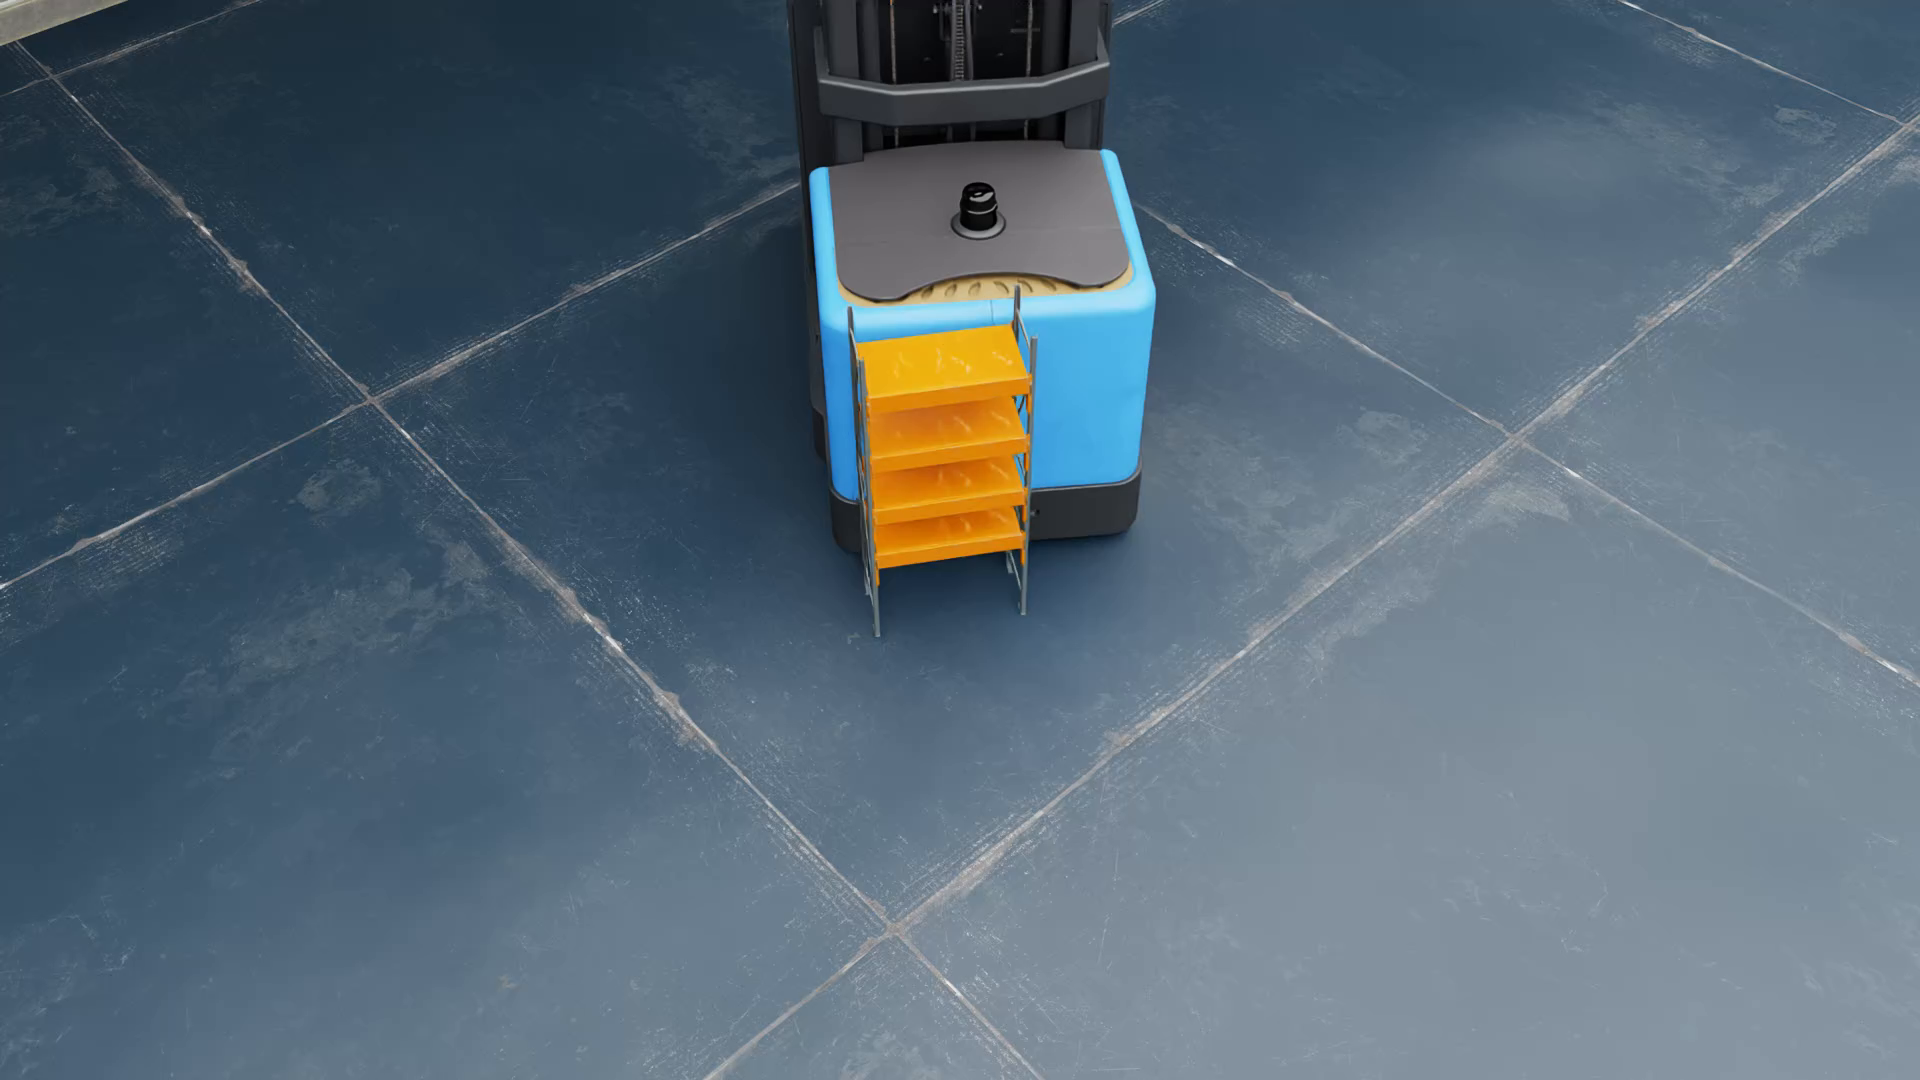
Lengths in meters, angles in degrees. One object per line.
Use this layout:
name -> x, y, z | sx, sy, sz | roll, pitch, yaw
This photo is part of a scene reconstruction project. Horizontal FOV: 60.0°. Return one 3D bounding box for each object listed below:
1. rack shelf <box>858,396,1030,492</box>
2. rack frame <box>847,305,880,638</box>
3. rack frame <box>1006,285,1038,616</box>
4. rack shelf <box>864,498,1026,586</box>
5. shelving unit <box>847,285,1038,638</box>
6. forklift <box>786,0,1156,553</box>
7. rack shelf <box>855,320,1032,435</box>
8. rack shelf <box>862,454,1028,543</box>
rack shelf -> -0.053, -0.314, 5.011 | 0.480, 0.148, 0.258 | -8, 48, -8
rack frame -> -0.292, -0.174, 5.094 | 0.015, 1.200, 0.240 | -8, 48, -8
rack frame -> 0.187, -0.243, 5.158 | 0.015, 1.200, 0.240 | -8, 48, -8
rack shelf -> -0.053, -0.028, 5.321 | 0.480, 0.148, 0.258 | -8, 48, -8
shelving unit -> -0.053, -0.208, 5.126 | 0.503, 1.200, 0.258 | -8, 48, -8
forklift -> -0.060, -2.039, 5.637 | 1.130, 2.935, 3.031 | -4, 47, -4
rack shelf -> -0.053, -0.475, 4.837 | 0.480, 0.148, 0.258 | -8, 48, -8
rack shelf -> -0.053, -0.163, 5.175 | 0.480, 0.148, 0.258 | -8, 48, -8
